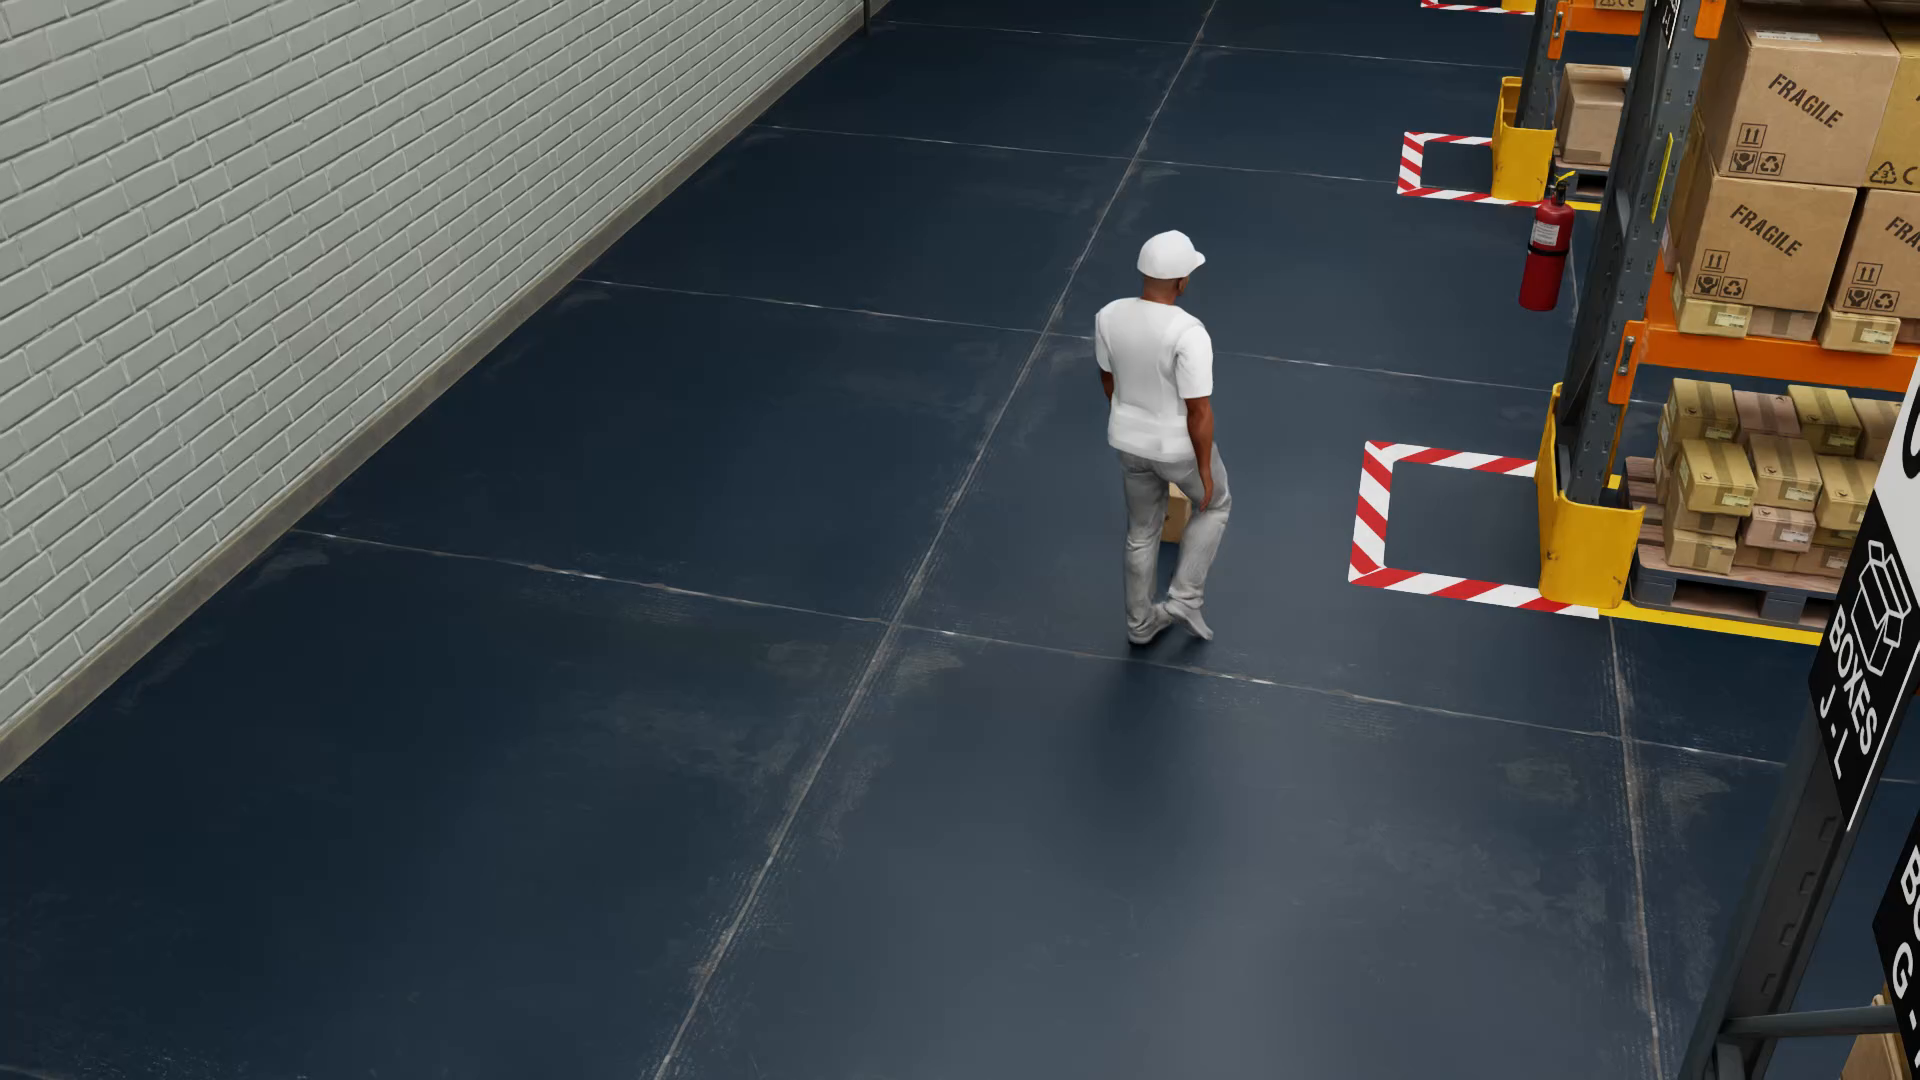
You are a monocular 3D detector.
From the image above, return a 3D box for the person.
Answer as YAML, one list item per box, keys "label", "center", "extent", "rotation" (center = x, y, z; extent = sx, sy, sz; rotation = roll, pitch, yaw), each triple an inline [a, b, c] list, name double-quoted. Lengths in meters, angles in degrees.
- label: "person"
  center: [0.828, -0.401, 6.725]
  extent: [0.633, 1.781, 0.474]
  rotation: [23, 39, 31]
